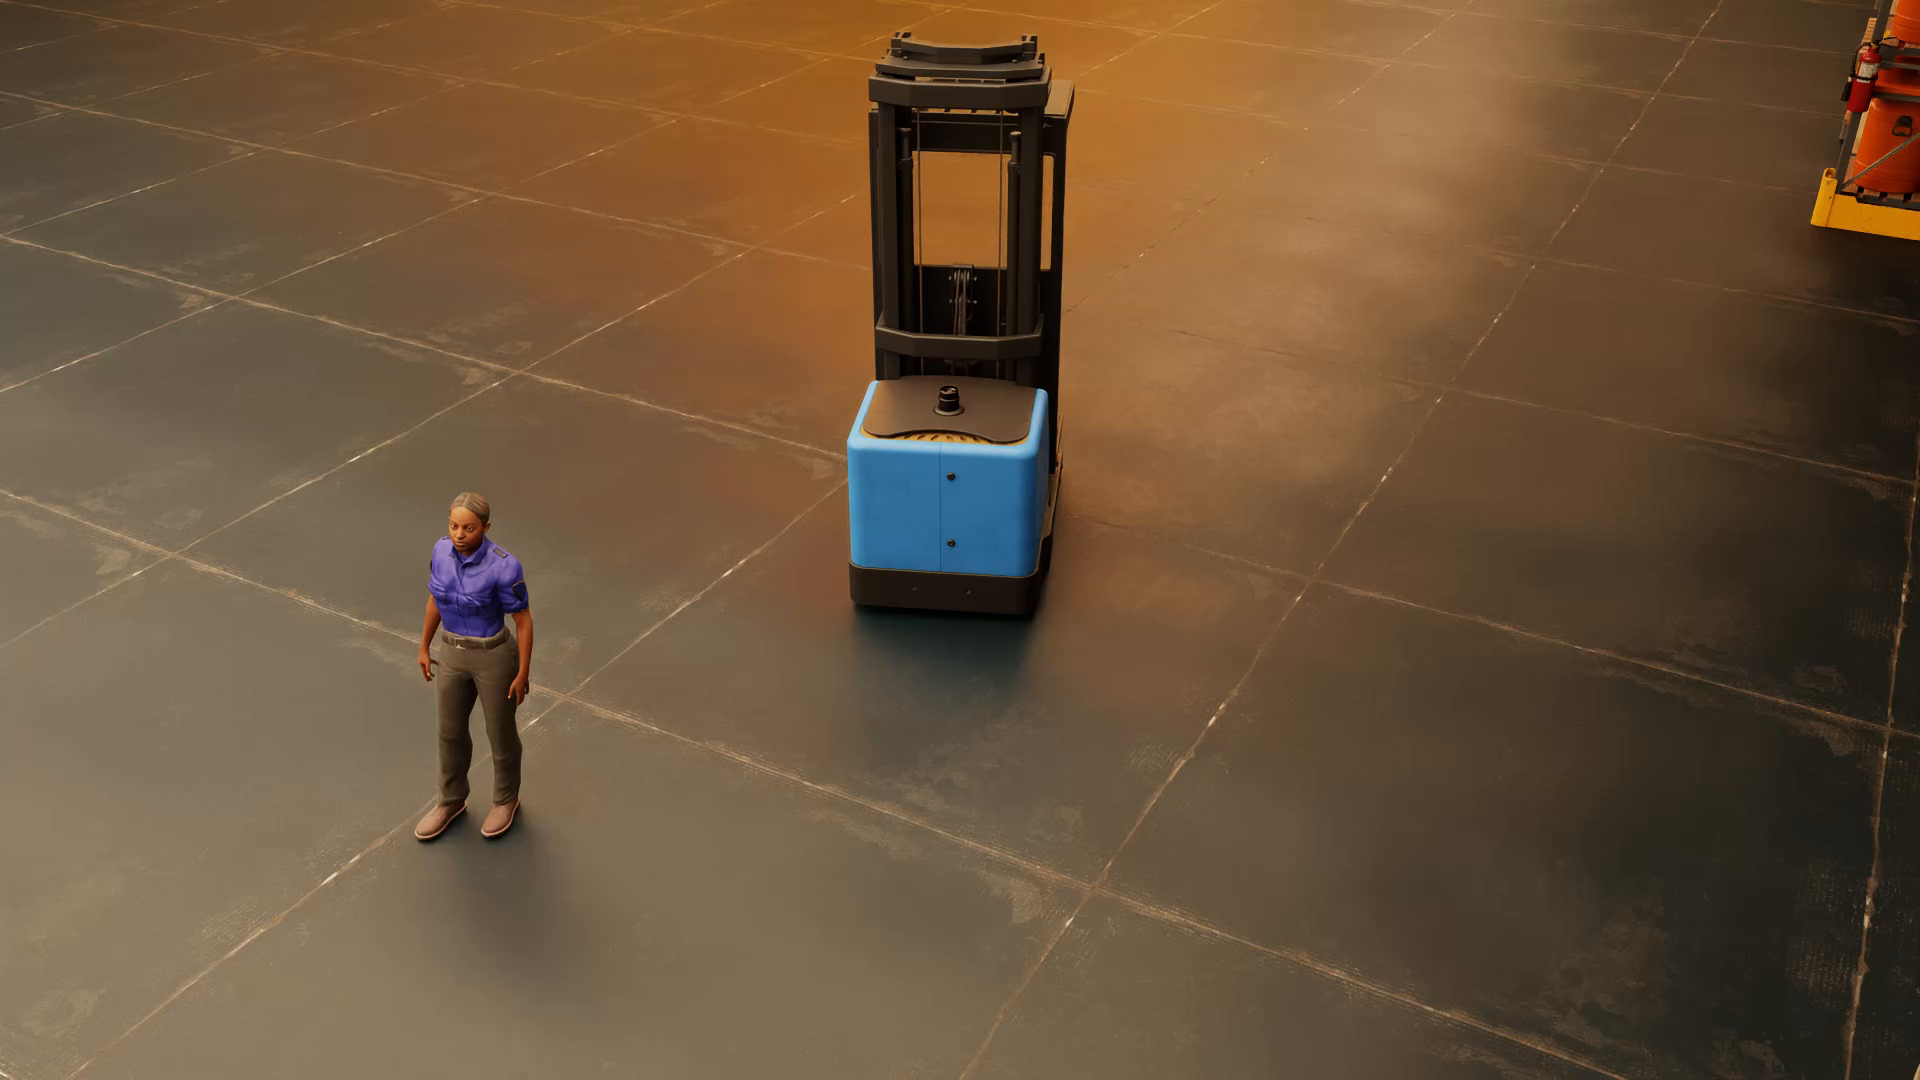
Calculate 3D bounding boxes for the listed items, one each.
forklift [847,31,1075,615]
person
[{"bbox_3d":[0.072,-1.572,9.794,1.130,2.935,3.031,3,30,6],"label":"forklift"},{"bbox_3d":[-2.173,0.578,7.332,0.569,1.654,0.504,9,31,15],"label":"person"}]
